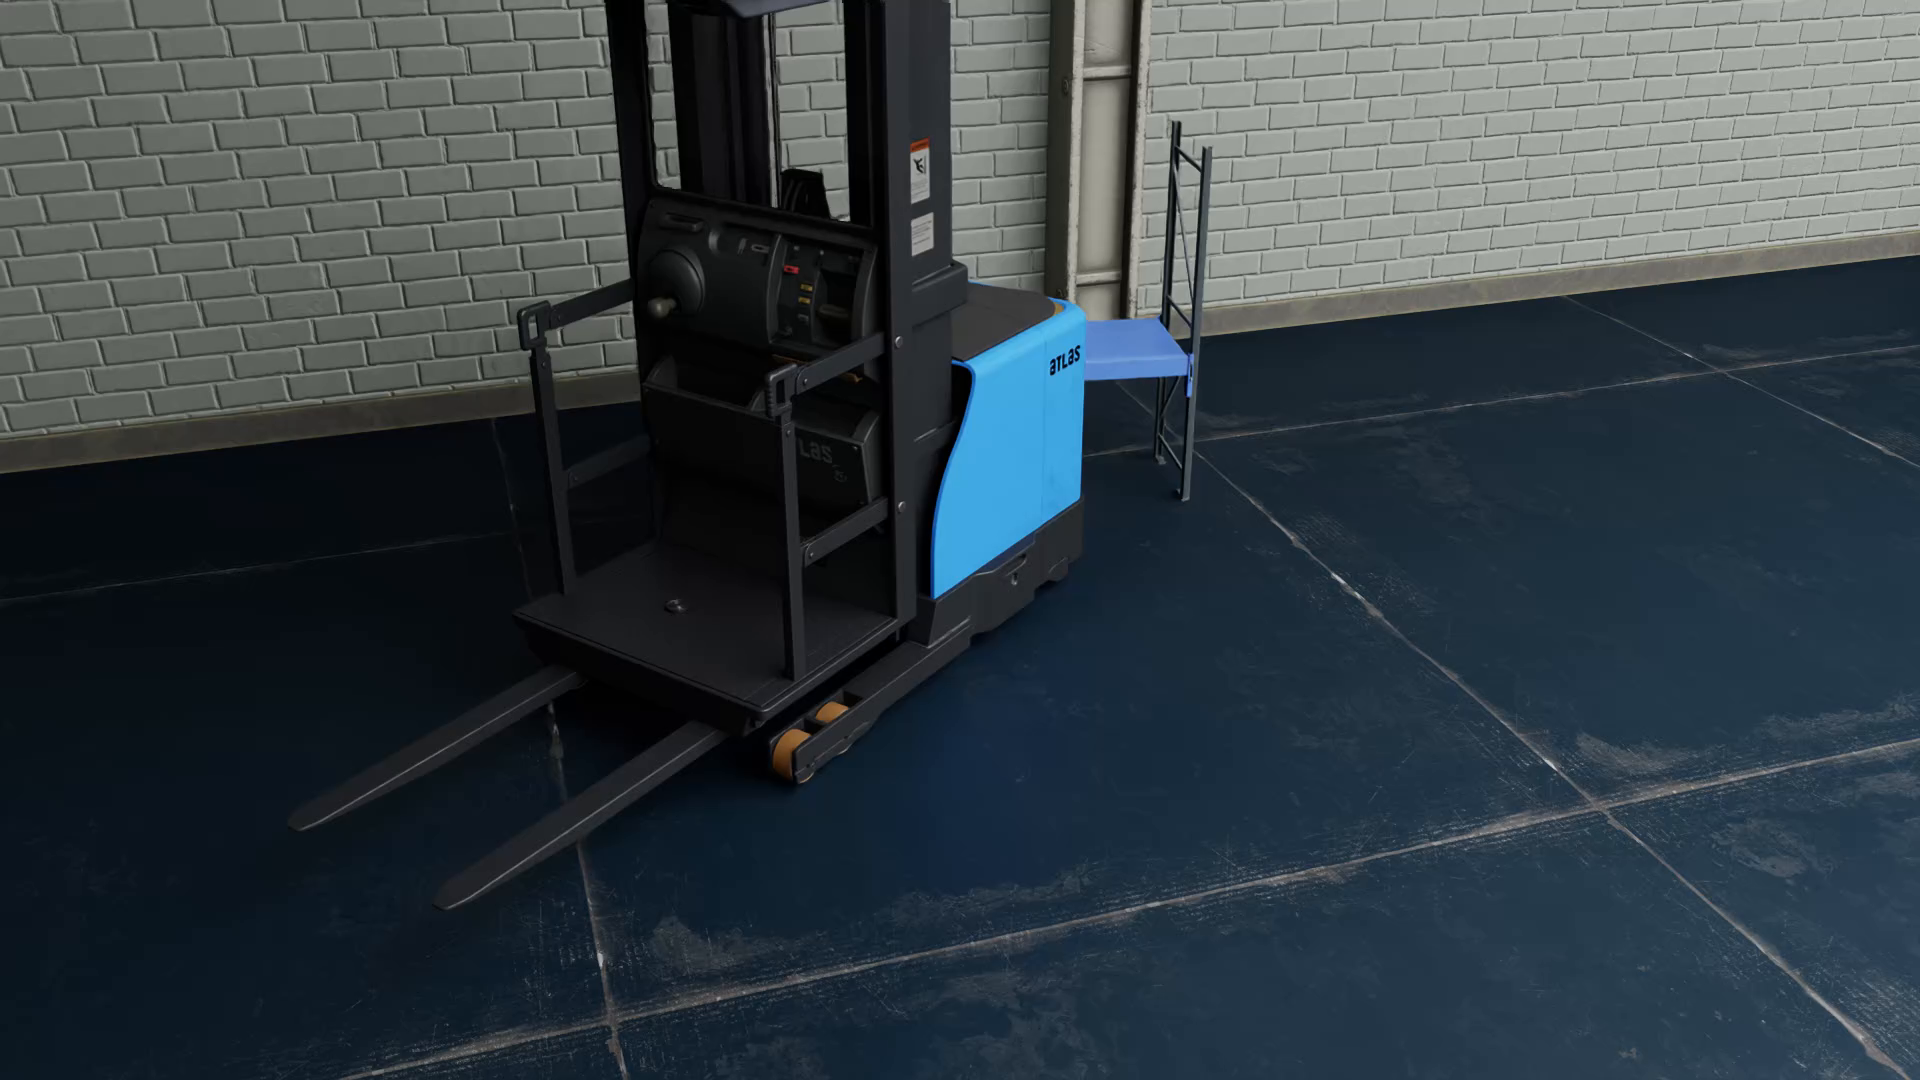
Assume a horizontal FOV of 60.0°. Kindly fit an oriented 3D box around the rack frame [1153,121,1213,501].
[{"bbox_3d":[0.927,-0.950,6.976,0.032,1.500,0.500,-4,27,-8],"label":"rack frame"}]

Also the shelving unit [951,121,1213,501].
[{"bbox_3d":[0.424,-0.916,6.909,1.048,1.500,0.538,-4,27,-8],"label":"shelving unit"}]

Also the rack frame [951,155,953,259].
[{"bbox_3d":[-0.079,-0.883,6.842,0.032,1.500,0.500,-4,27,-8],"label":"rack frame"}]

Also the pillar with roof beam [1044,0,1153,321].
[{"bbox_3d":[2.001,-3.158,2.991,0.400,9.000,9.100,-8,28,-16],"label":"pillar with roof beam"}]

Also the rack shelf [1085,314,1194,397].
[{"bbox_3d":[0.424,-0.755,6.989,1.000,0.185,0.538,-4,27,-8],"label":"rack shelf"}]

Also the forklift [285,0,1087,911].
[{"bbox_3d":[-0.764,-0.793,5.050,1.130,2.935,3.031,17,31,30],"label":"forklift"}]
